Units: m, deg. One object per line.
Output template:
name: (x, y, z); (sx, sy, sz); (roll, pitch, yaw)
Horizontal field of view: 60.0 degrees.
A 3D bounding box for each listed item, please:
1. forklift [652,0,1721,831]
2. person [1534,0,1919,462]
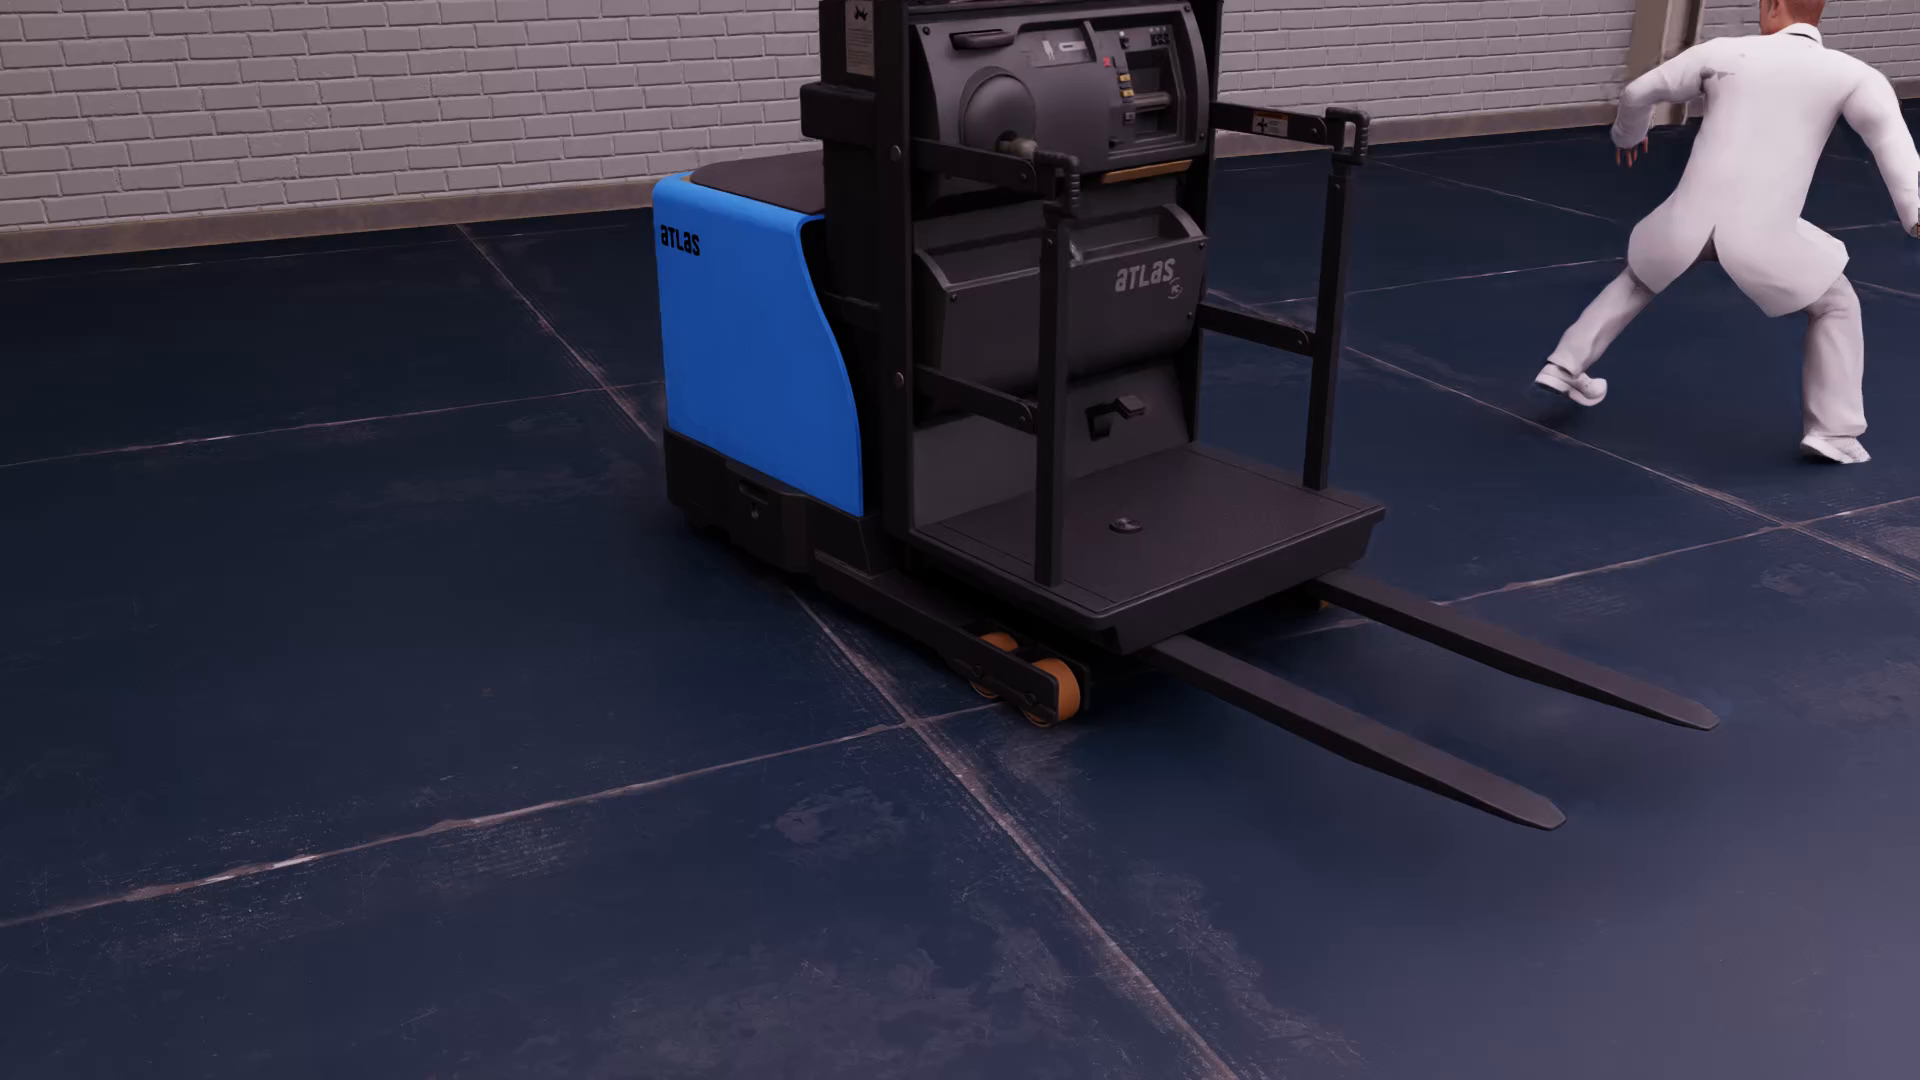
forklift: (0.413, -1.119, 3.980); (1.130, 2.935, 3.031); (-18, 29, -37)
person: (2.710, -1.038, 5.626); (1.218, 1.703, 0.605); (19, 29, 38)
